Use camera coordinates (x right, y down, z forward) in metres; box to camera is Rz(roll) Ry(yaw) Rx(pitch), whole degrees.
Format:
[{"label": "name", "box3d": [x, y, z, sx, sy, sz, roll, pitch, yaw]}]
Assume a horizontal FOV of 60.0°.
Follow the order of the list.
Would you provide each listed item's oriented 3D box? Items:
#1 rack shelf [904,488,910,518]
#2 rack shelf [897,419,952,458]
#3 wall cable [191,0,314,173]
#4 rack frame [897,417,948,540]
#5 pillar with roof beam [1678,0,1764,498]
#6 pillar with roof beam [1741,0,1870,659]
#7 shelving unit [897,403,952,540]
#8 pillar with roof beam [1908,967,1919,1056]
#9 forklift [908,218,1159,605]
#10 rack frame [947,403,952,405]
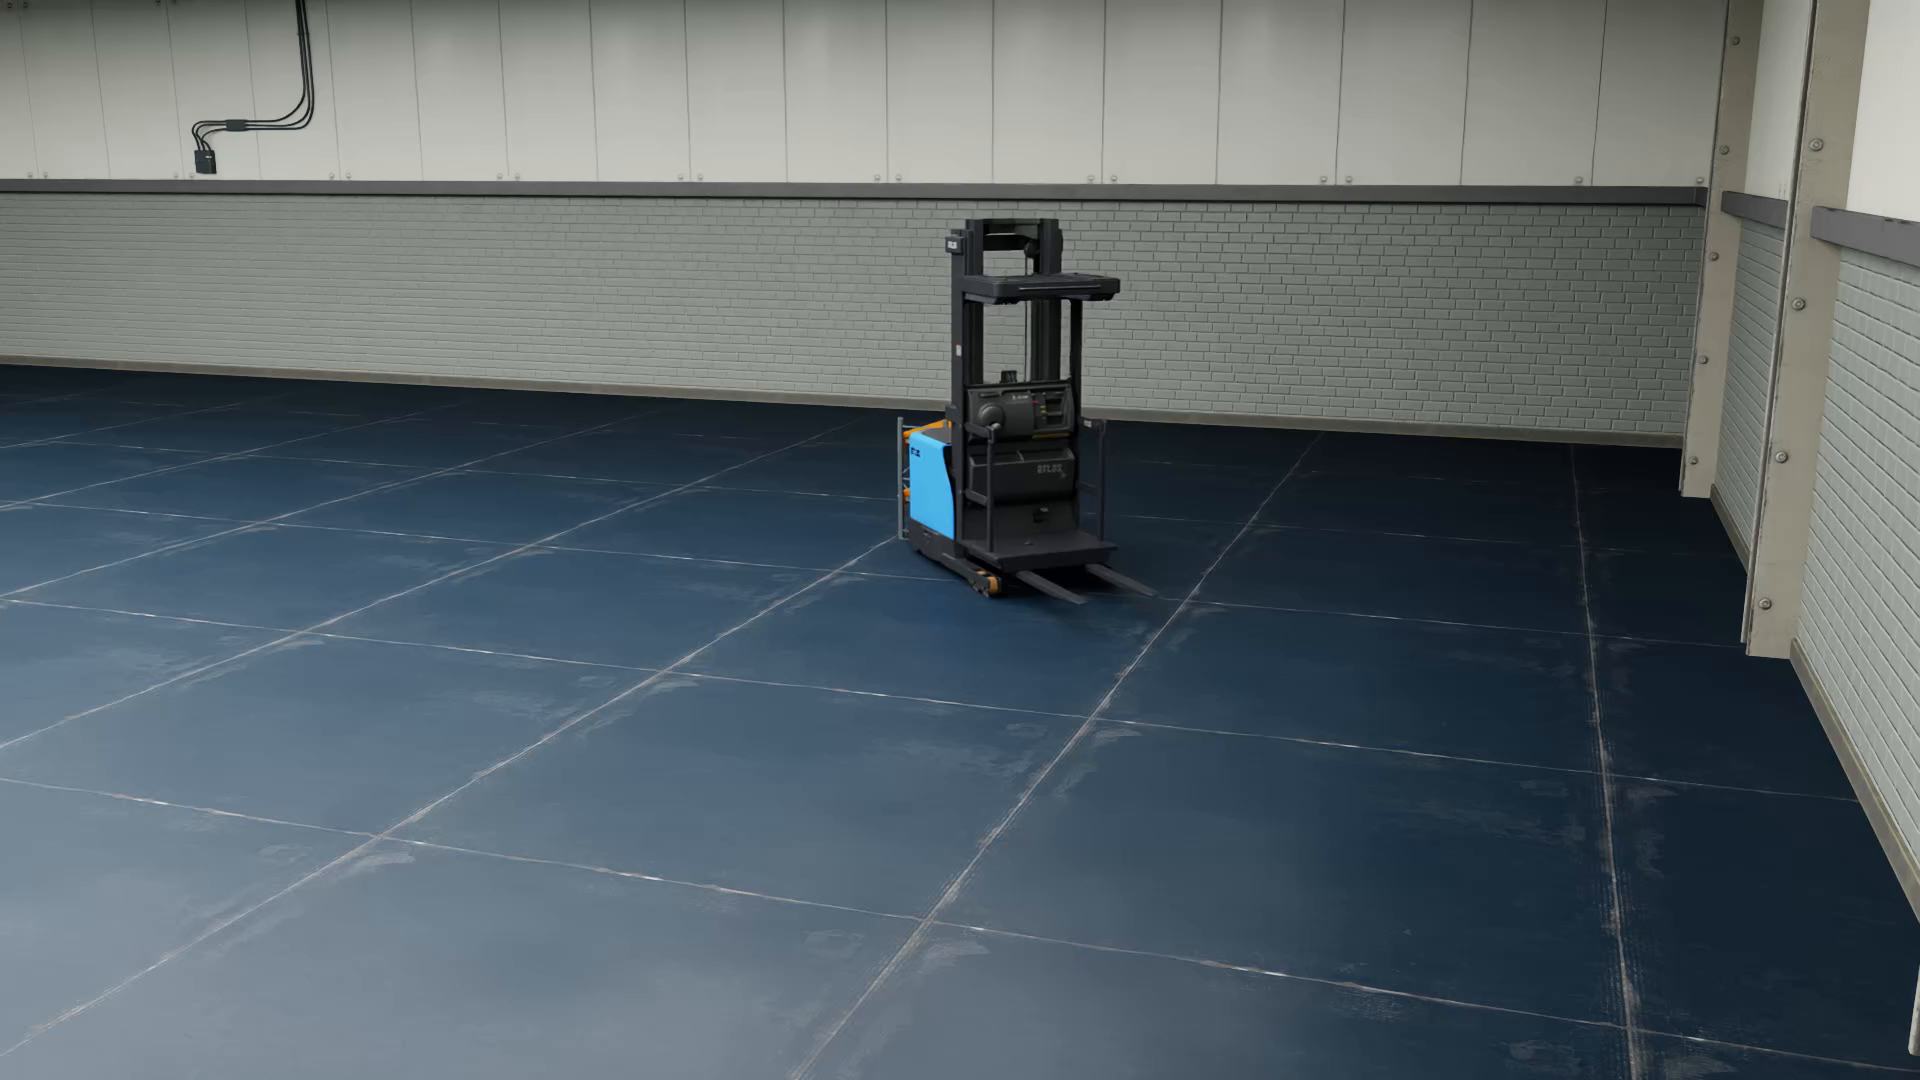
[{"label": "rack shelf", "box3d": [-0.113, -0.403, 15.587, 0.538, 0.278, 1.000, 6, 14, 25]}, {"label": "rack shelf", "box3d": [-0.113, -0.927, 15.468, 0.538, 0.278, 1.000, 6, 14, 25]}, {"label": "wall cable", "box3d": [-10.939, -8.634, 25.212, 2.305, 6.003, 0.169, 4, 14, 18]}, {"label": "rack frame", "box3d": [-0.335, -0.540, 15.087, 0.500, 1.125, 0.032, 6, 14, 25]}, {"label": "pillar with roof beam", "box3d": [3.612, -5.180, 17.721, 9.100, 9.000, 0.400, 4, 14, 18]}, {"label": "pillar with roof beam", "box3d": [1.670, -3.916, 12.186, 9.100, 9.000, 0.400, 4, 14, 18]}, {"label": "shelving unit", "box3d": [-0.113, -0.642, 15.533, 0.538, 1.125, 1.048, 6, 14, 25]}, {"label": "pillar with roof beam", "box3d": [-0.271, -2.653, 6.651, 9.100, 9.000, 0.400, 4, 14, 18]}, {"label": "forklift", "box3d": [0.588, -1.082, 13.406, 1.130, 2.935, 3.031, -5, 14, -23]}, {"label": "rack frame", "box3d": [0.110, -0.743, 15.978, 0.500, 1.125, 0.032, 6, 14, 25]}]
